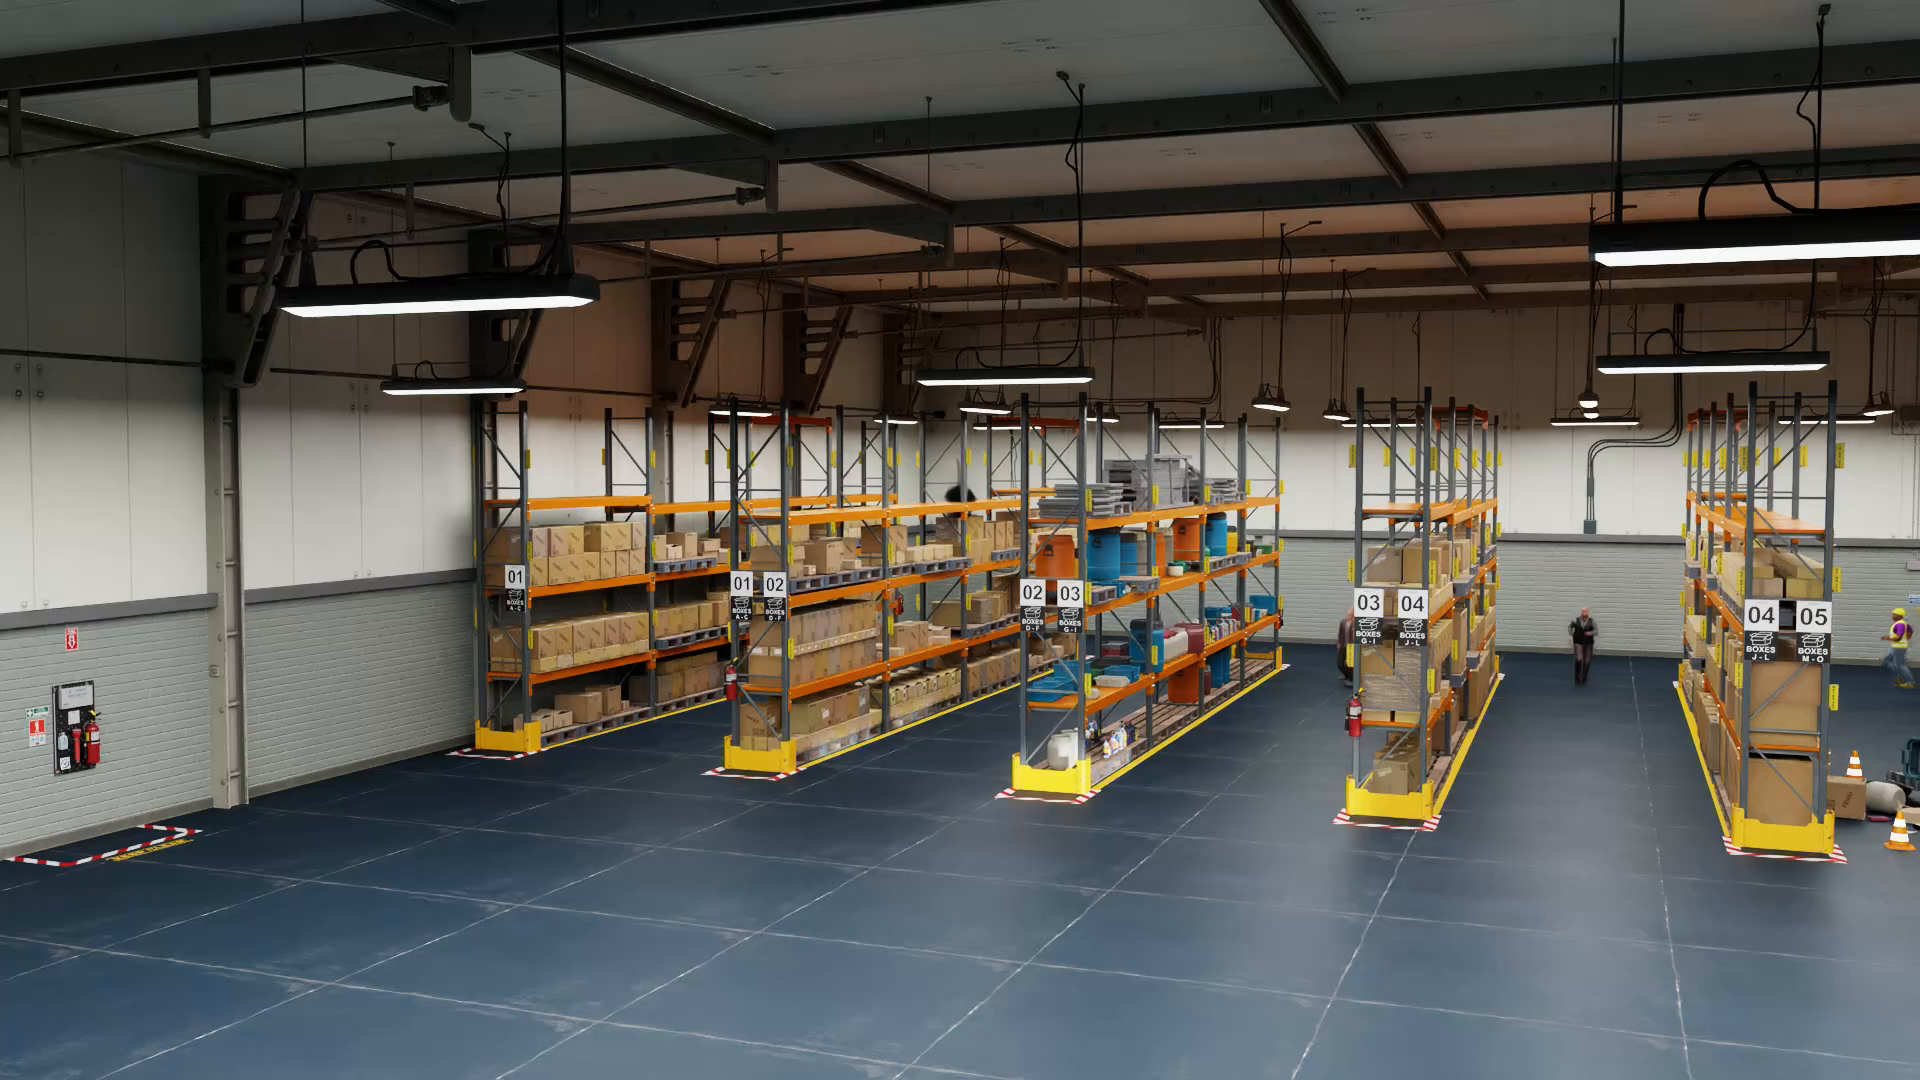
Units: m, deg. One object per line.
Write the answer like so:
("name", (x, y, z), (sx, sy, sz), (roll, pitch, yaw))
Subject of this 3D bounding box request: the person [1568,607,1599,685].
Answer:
("person", (13.835, 2.352, 36.901), (0.609, 1.748, 0.721), (1, 3, 14))

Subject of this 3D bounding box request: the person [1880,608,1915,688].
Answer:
("person", (20.454, 2.357, 36.257), (0.683, 1.751, 0.691), (2, 3, 29))

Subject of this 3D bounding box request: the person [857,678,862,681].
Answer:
("person", (-2.342, 2.287, 37.474), (0.643, 1.766, 0.777), (1, 3, 20))

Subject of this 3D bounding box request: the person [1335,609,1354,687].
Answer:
("person", (8.597, 2.356, 36.574), (0.749, 1.729, 0.602), (2, 4, 39))

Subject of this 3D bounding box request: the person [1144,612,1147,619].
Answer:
("person", (4.163, 2.408, 36.662), (0.590, 1.694, 0.711), (2, 3, 30))
